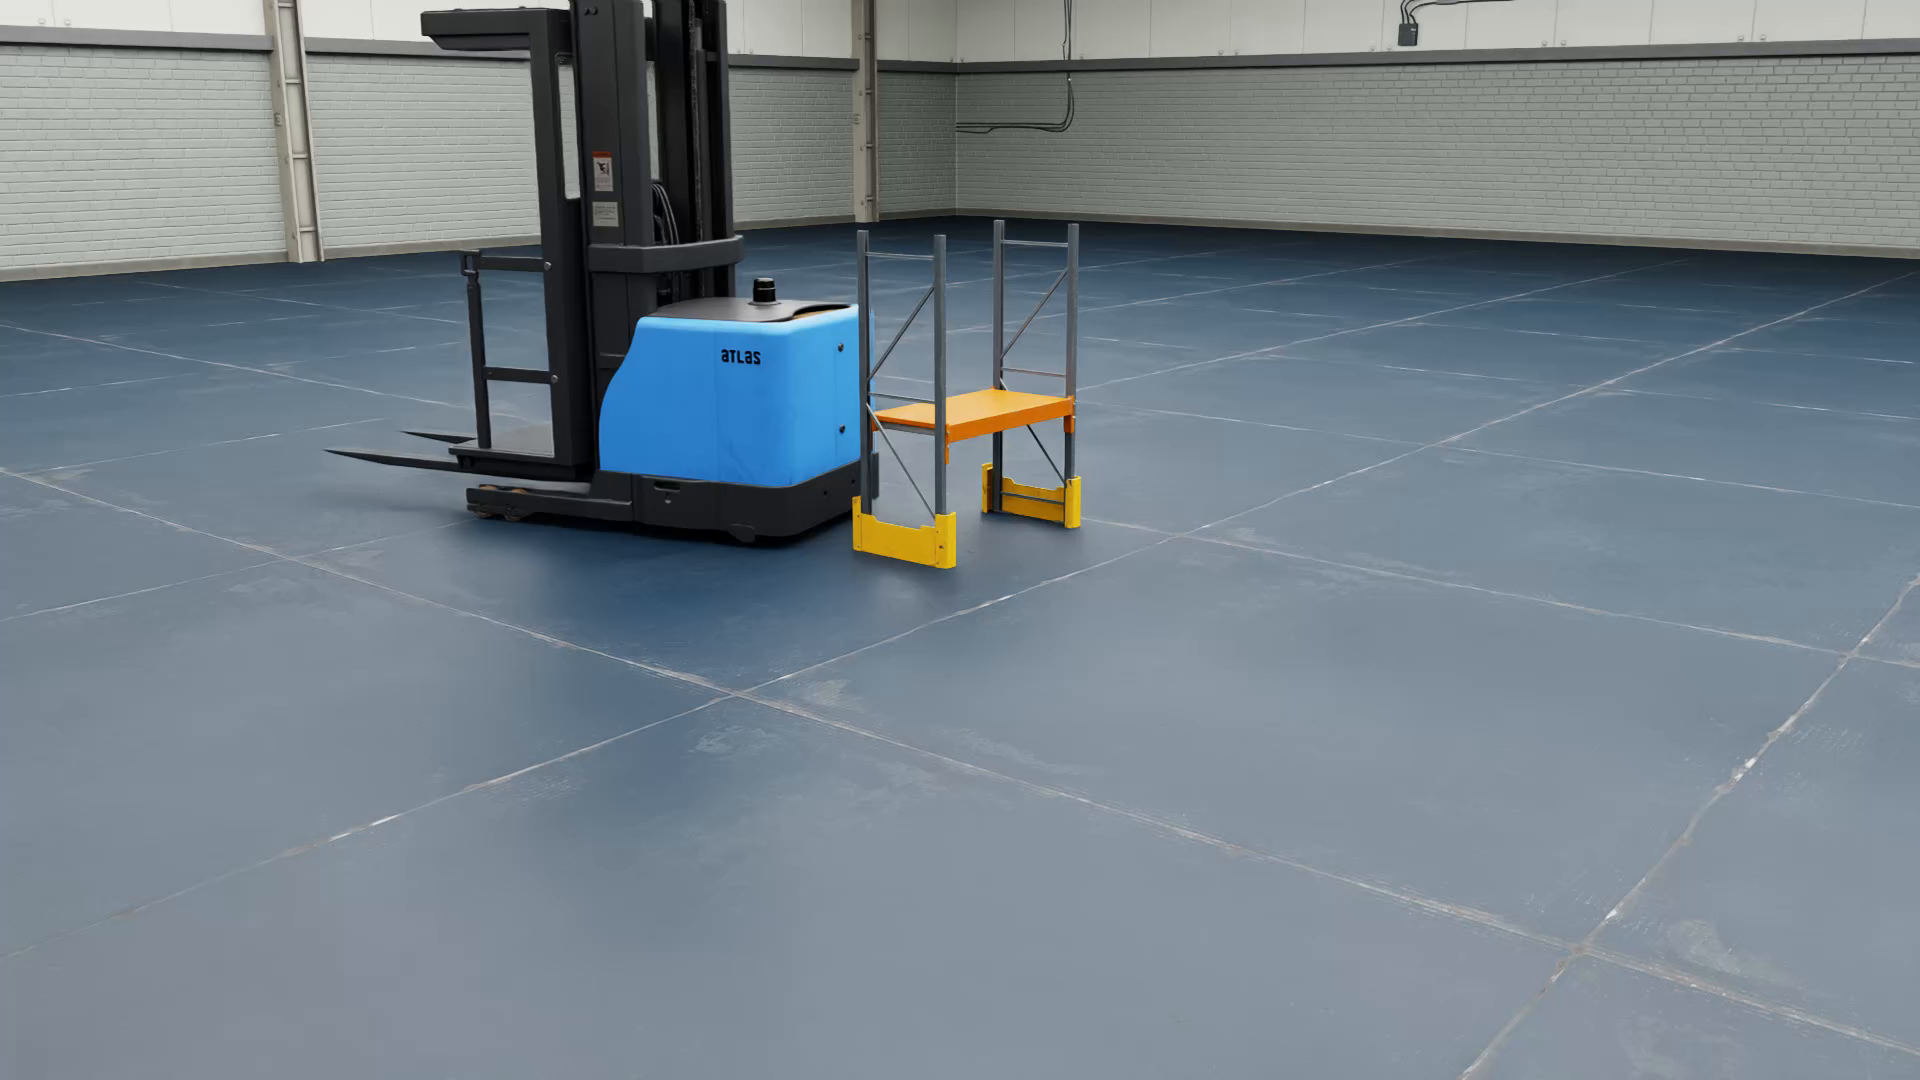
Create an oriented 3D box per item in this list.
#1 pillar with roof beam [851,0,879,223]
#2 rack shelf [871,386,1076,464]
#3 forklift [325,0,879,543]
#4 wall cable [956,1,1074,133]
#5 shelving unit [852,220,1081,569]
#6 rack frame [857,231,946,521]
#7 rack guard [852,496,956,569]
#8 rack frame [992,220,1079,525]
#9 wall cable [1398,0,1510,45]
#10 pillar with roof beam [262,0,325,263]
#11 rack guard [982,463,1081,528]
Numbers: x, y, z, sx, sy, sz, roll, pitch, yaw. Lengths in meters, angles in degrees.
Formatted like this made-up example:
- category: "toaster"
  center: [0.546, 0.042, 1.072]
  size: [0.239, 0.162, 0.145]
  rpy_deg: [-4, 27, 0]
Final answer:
- category: "pillar with roof beam"
  center: [1.500, -9.998, 29.204]
  size: [9.100, 9.000, 0.400]
  rpy_deg: [11, 18, 38]
- category: "rack shelf"
  center: [0.054, -0.569, 8.047]
  size: [0.538, 0.185, 1.000]
  rpy_deg: [11, 18, 38]
- category: "forklift"
  center: [-1.987, -1.626, 8.572]
  size: [3.031, 2.935, 1.130]
  rpy_deg: [6, 16, 23]
- category: "wall cable"
  center: [1.032, -9.519, 33.624]
  size: [3.097, 2.526, 0.112]
  rpy_deg: [11, 18, 38]
- category: "shelving unit"
  center: [0.048, -0.742, 7.996]
  size: [0.587, 1.500, 1.083]
  rpy_deg: [11, 18, 38]
- category: "rack frame"
  center: [-0.266, -0.646, 7.619]
  size: [0.500, 1.500, 0.032]
  rpy_deg: [11, 18, 38]
- category: "rack guard"
  center: [-0.265, -0.040, 7.774]
  size: [0.587, 0.250, 0.087]
  rpy_deg: [11, 18, 38]
- category: "rack frame"
  center: [0.373, -0.841, 8.386]
  size: [0.500, 1.500, 0.032]
  rpy_deg: [11, 18, 38]
- category: "wall cable"
  center: [8.406, -11.200, 27.028]
  size: [2.305, 6.003, 0.169]
  rpy_deg: [11, 18, 38]
- category: "pillar with roof beam"
  center: [-6.042, -7.700, 20.158]
  size: [9.100, 9.000, 0.400]
  rpy_deg: [11, 18, 38]
- category: "rack guard"
  center: [0.361, -0.231, 8.525]
  size: [0.587, 0.250, 0.087]
  rpy_deg: [11, 18, 38]
